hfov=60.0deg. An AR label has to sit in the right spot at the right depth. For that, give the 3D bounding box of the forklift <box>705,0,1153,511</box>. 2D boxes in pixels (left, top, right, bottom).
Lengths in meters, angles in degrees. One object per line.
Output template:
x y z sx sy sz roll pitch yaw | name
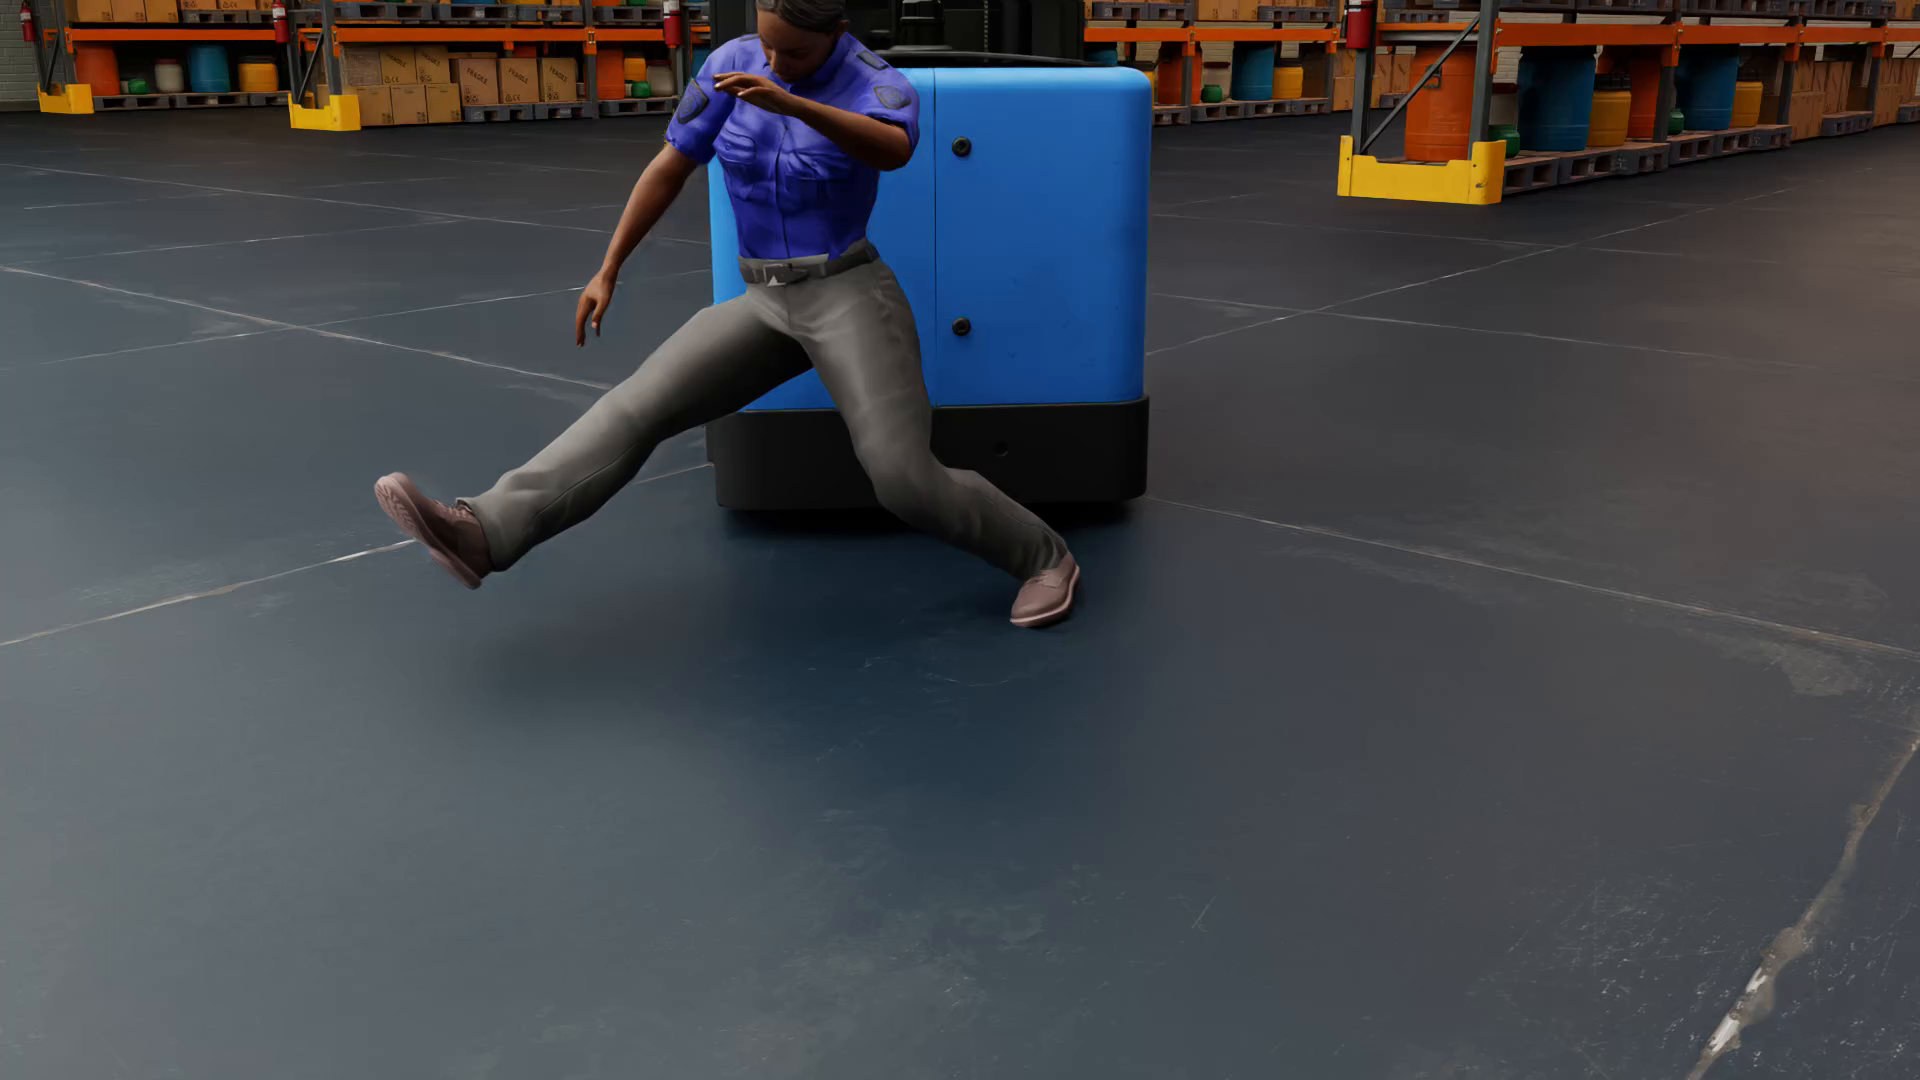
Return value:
-0.206 -1.852 4.996 1.130 2.935 3.031 -2 17 -6 | forklift

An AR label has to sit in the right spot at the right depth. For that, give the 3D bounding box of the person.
-0.385 -0.429 3.160 0.972 1.317 1.126 10 20 30 | person
